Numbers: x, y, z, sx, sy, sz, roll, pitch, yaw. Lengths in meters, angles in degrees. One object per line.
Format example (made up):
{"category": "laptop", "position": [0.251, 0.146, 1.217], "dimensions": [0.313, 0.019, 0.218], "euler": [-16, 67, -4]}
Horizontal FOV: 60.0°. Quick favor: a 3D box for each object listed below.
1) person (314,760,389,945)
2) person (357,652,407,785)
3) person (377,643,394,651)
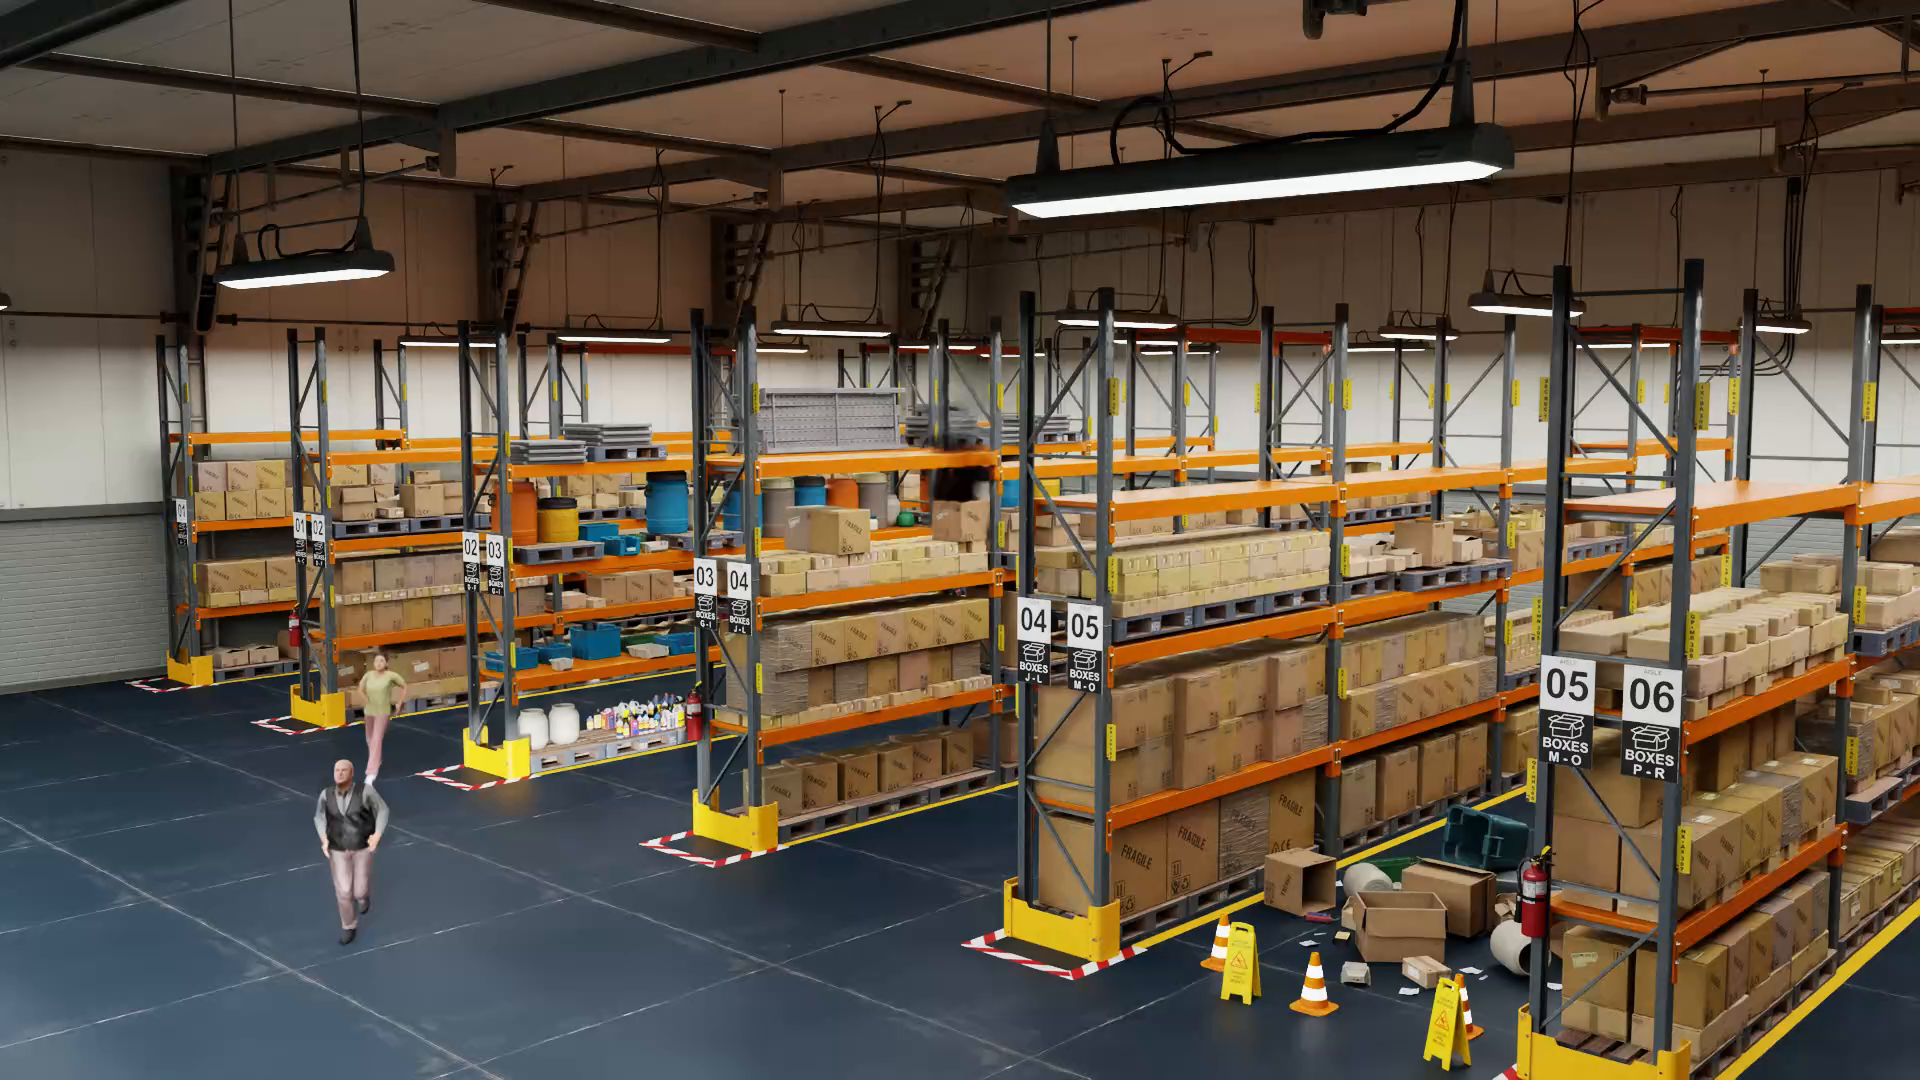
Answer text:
{"category": "person", "position": [-5.687, 2.871, 15.575], "dimensions": [0.668, 1.706, 0.651], "euler": [-1, 5, -9]}
{"category": "person", "position": [-7.538, 2.276, 21.588], "dimensions": [0.605, 1.671, 0.886], "euler": [0, 5, 3]}
{"category": "person", "position": [-9.589, 1.680, 27.912], "dimensions": [0.661, 1.745, 0.548], "euler": [5, 7, 44]}
